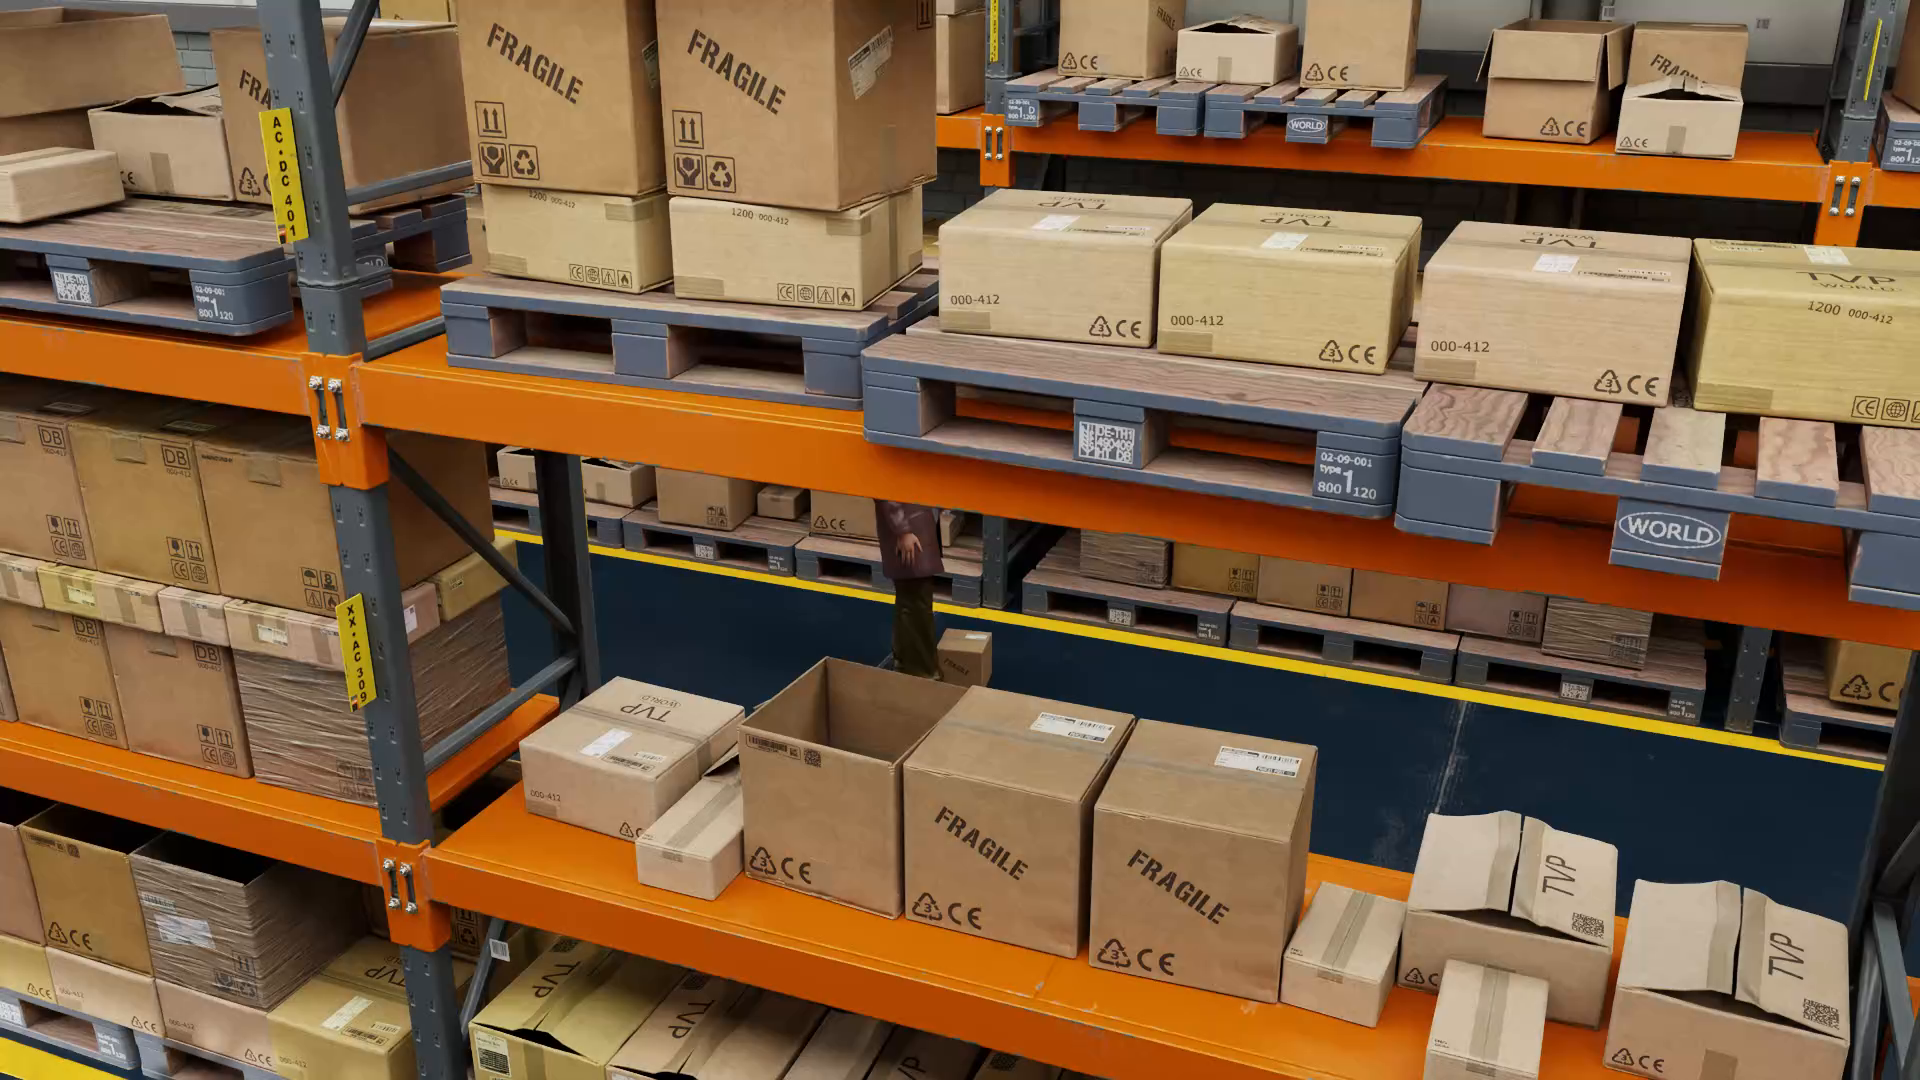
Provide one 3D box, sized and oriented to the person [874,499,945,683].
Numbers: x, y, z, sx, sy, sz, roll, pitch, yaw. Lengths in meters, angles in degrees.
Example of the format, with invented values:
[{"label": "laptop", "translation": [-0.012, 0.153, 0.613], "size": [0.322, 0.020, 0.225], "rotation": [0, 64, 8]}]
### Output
[{"label": "person", "translation": [-0.169, 0.027, 8.552], "size": [0.578, 1.554, 0.698], "rotation": [4, 22, 10]}]
